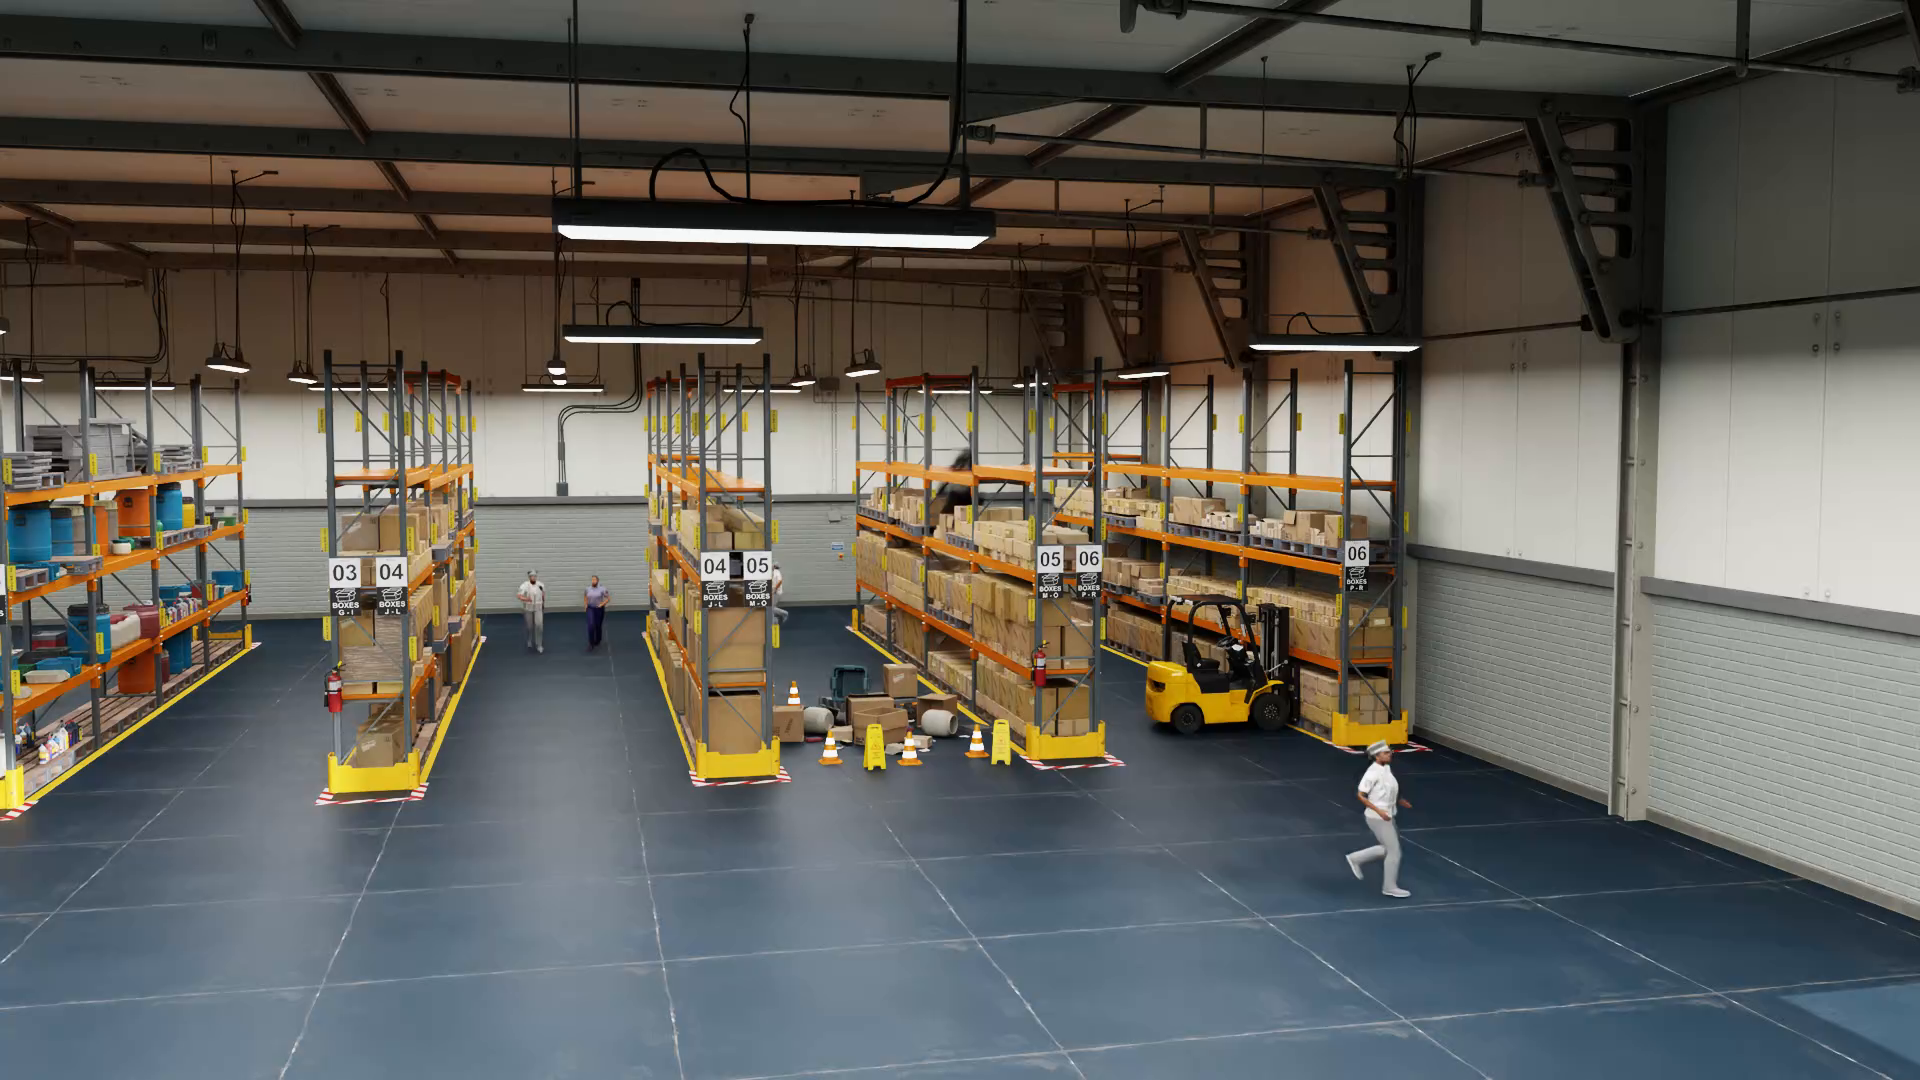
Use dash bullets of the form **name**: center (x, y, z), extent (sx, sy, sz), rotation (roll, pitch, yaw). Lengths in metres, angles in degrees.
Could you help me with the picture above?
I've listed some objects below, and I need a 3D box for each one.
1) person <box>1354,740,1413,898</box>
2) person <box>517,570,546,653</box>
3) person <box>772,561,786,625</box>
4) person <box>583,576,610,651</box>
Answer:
- **person**: center (4.501, 2.944, 17.680), extent (0.614, 1.654, 0.578), rotation (3, 5, 33)
- **person**: center (-9.465, 1.558, 36.805), extent (0.656, 1.799, 0.910), rotation (-2, 4, -23)
- **person**: center (-4.620, 1.328, 41.170), extent (0.579, 1.618, 0.653), rotation (-1, 4, -10)
- **person**: center (-8.087, 1.609, 37.028), extent (0.604, 1.642, 0.808), rotation (0, 4, -5)
